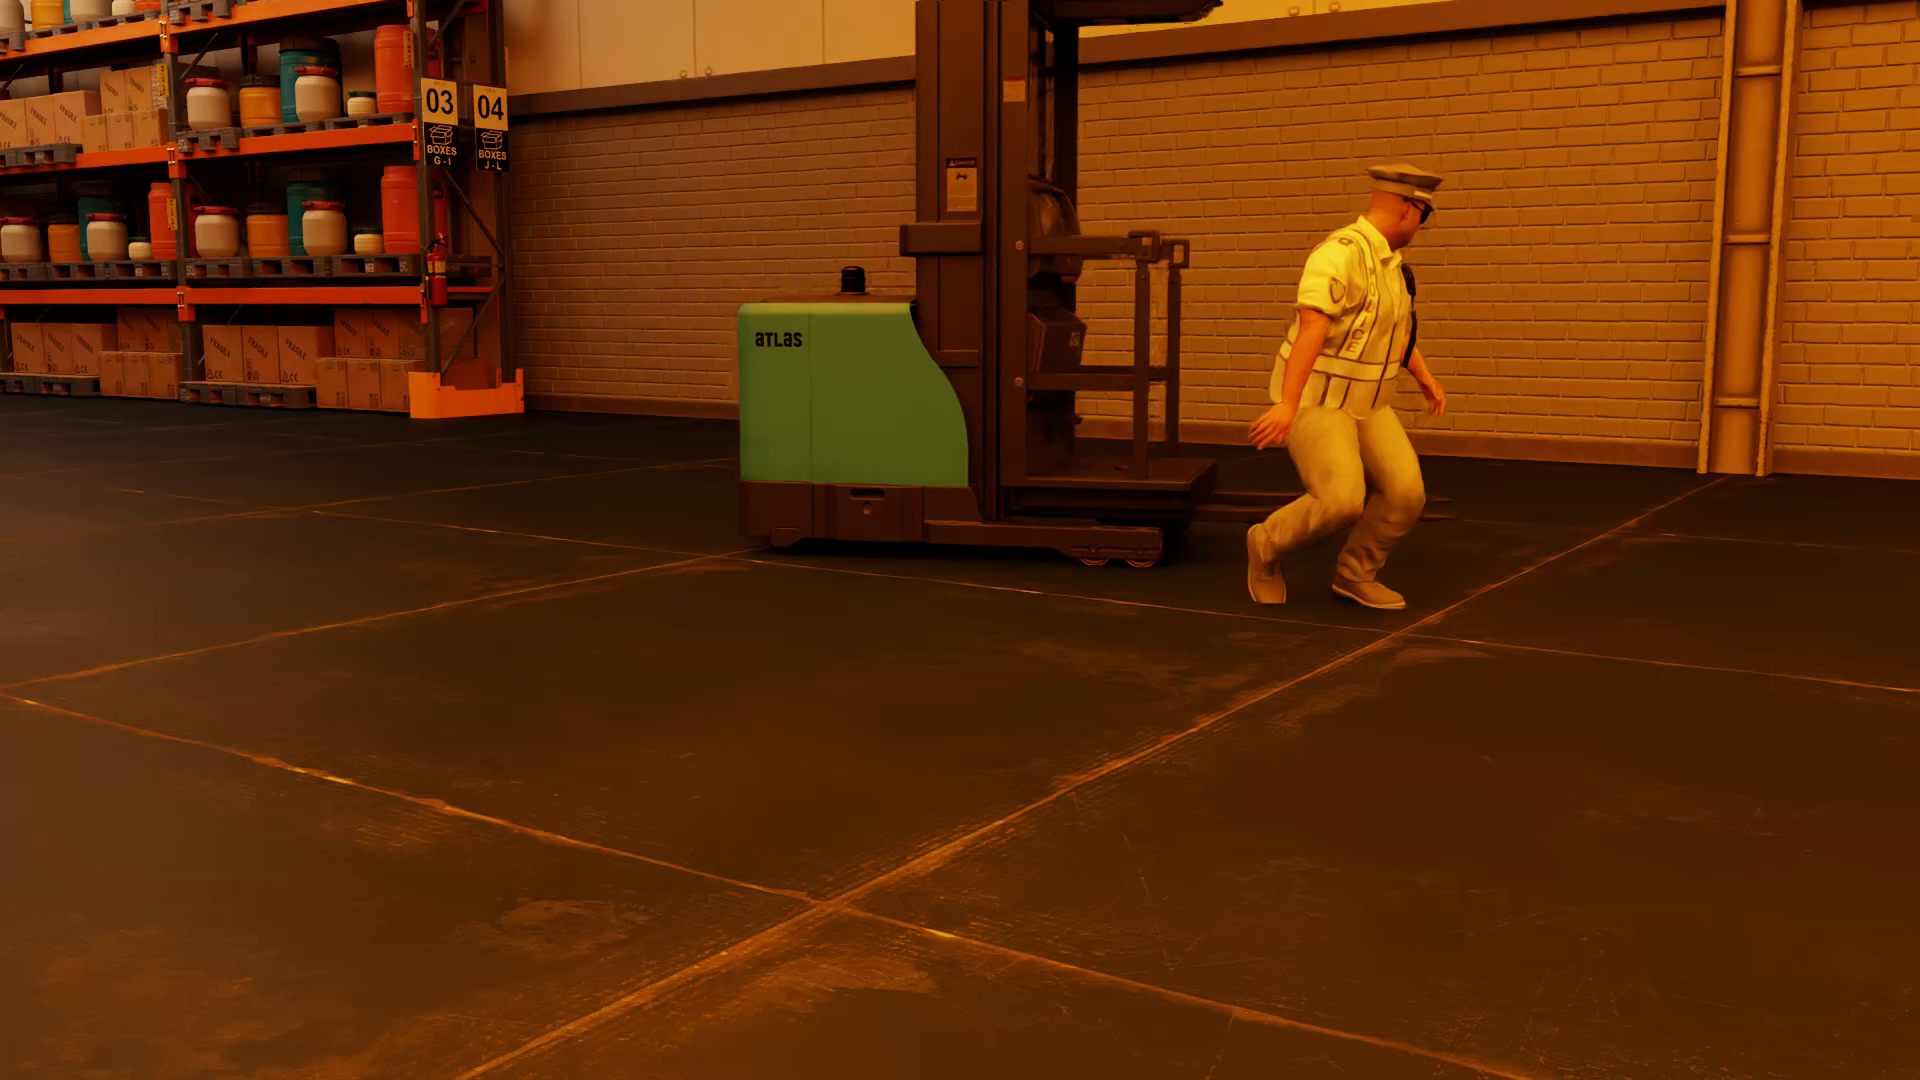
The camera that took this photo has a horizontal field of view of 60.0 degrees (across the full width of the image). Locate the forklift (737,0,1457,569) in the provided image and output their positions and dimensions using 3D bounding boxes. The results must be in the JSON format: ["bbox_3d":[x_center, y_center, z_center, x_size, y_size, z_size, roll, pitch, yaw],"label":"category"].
[{"bbox_3d":[0.602,-1.417,7.160,3.031,2.935,1.130,2,8,14],"label":"forklift"}]

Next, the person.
[{"bbox_3d":[1.304,-0.504,5.812,0.921,1.578,0.609,-7,10,-39],"label":"person"}]
